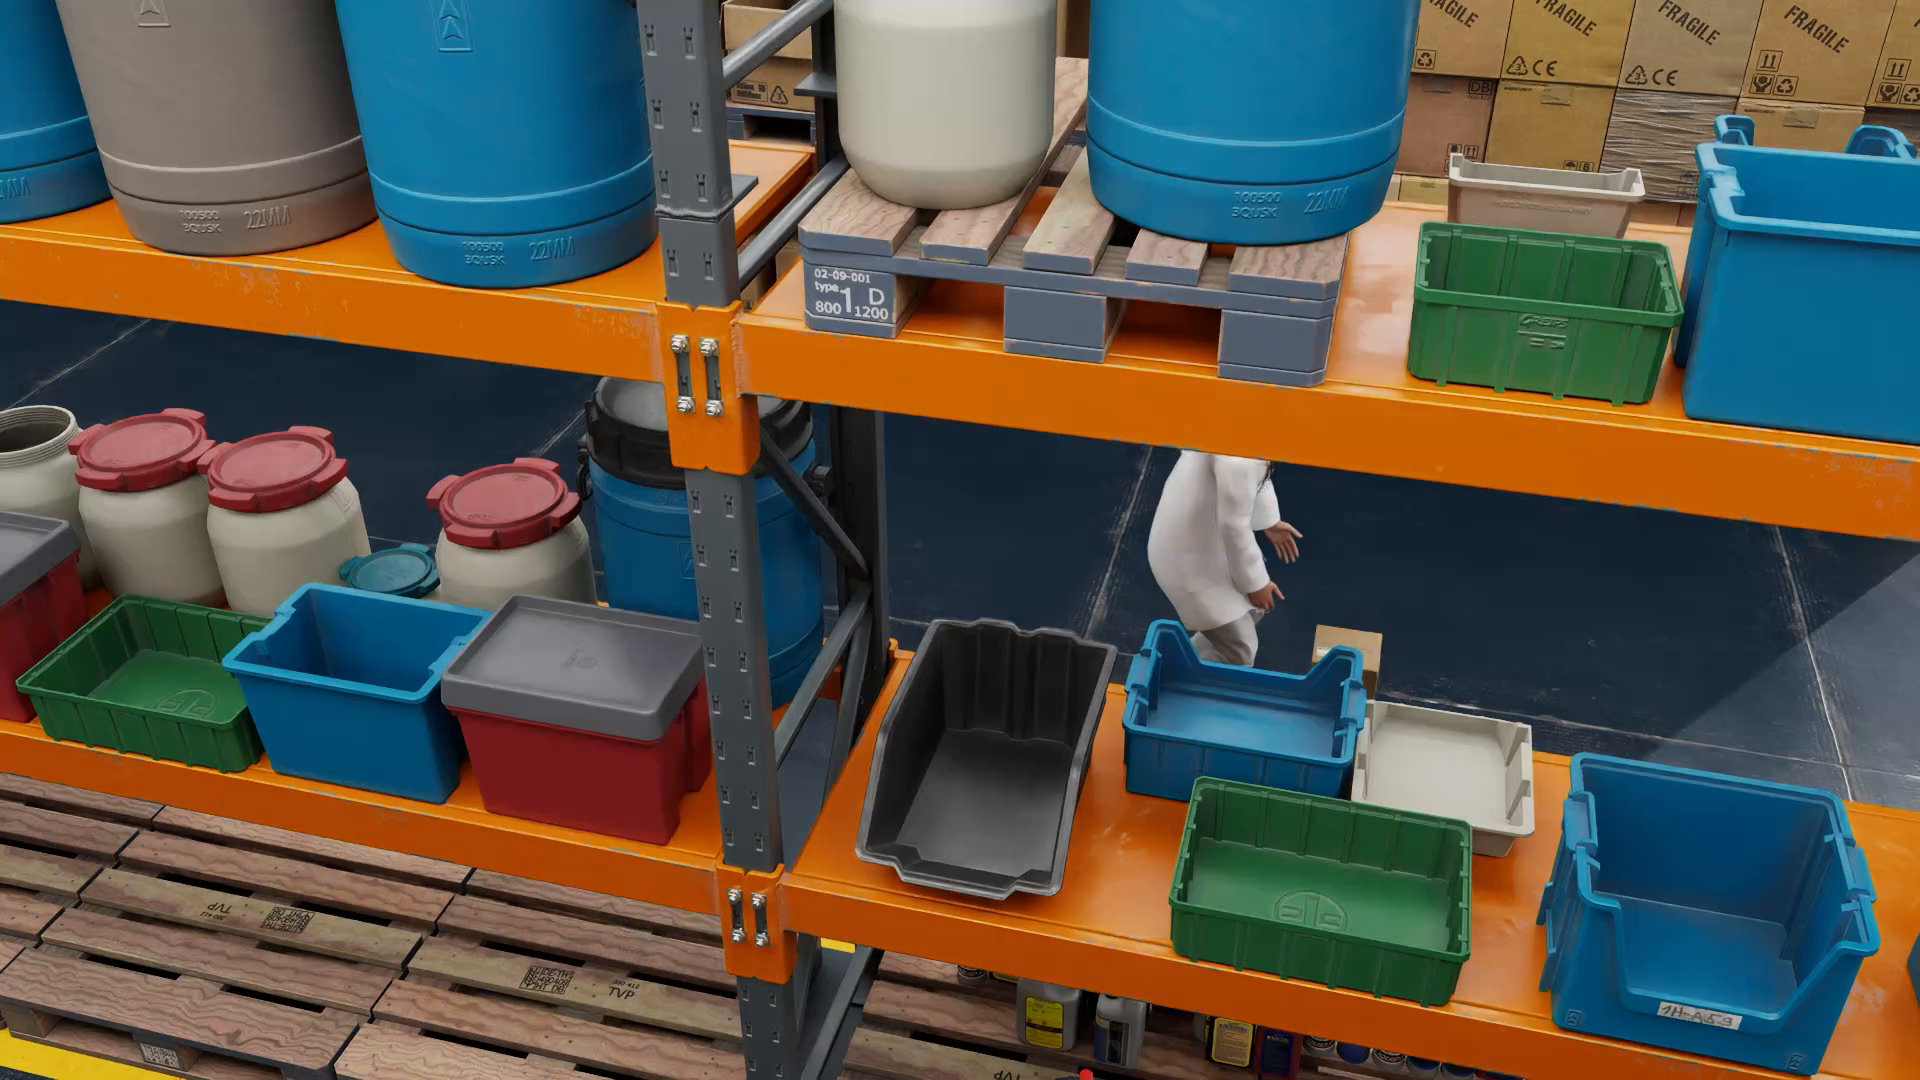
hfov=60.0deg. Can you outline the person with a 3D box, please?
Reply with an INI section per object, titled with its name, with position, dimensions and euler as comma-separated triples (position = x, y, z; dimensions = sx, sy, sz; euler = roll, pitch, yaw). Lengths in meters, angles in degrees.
[person]
position = 0.999, 0.026, 6.274
dimensions = 0.564, 1.612, 0.619
euler = 8, 33, 13
